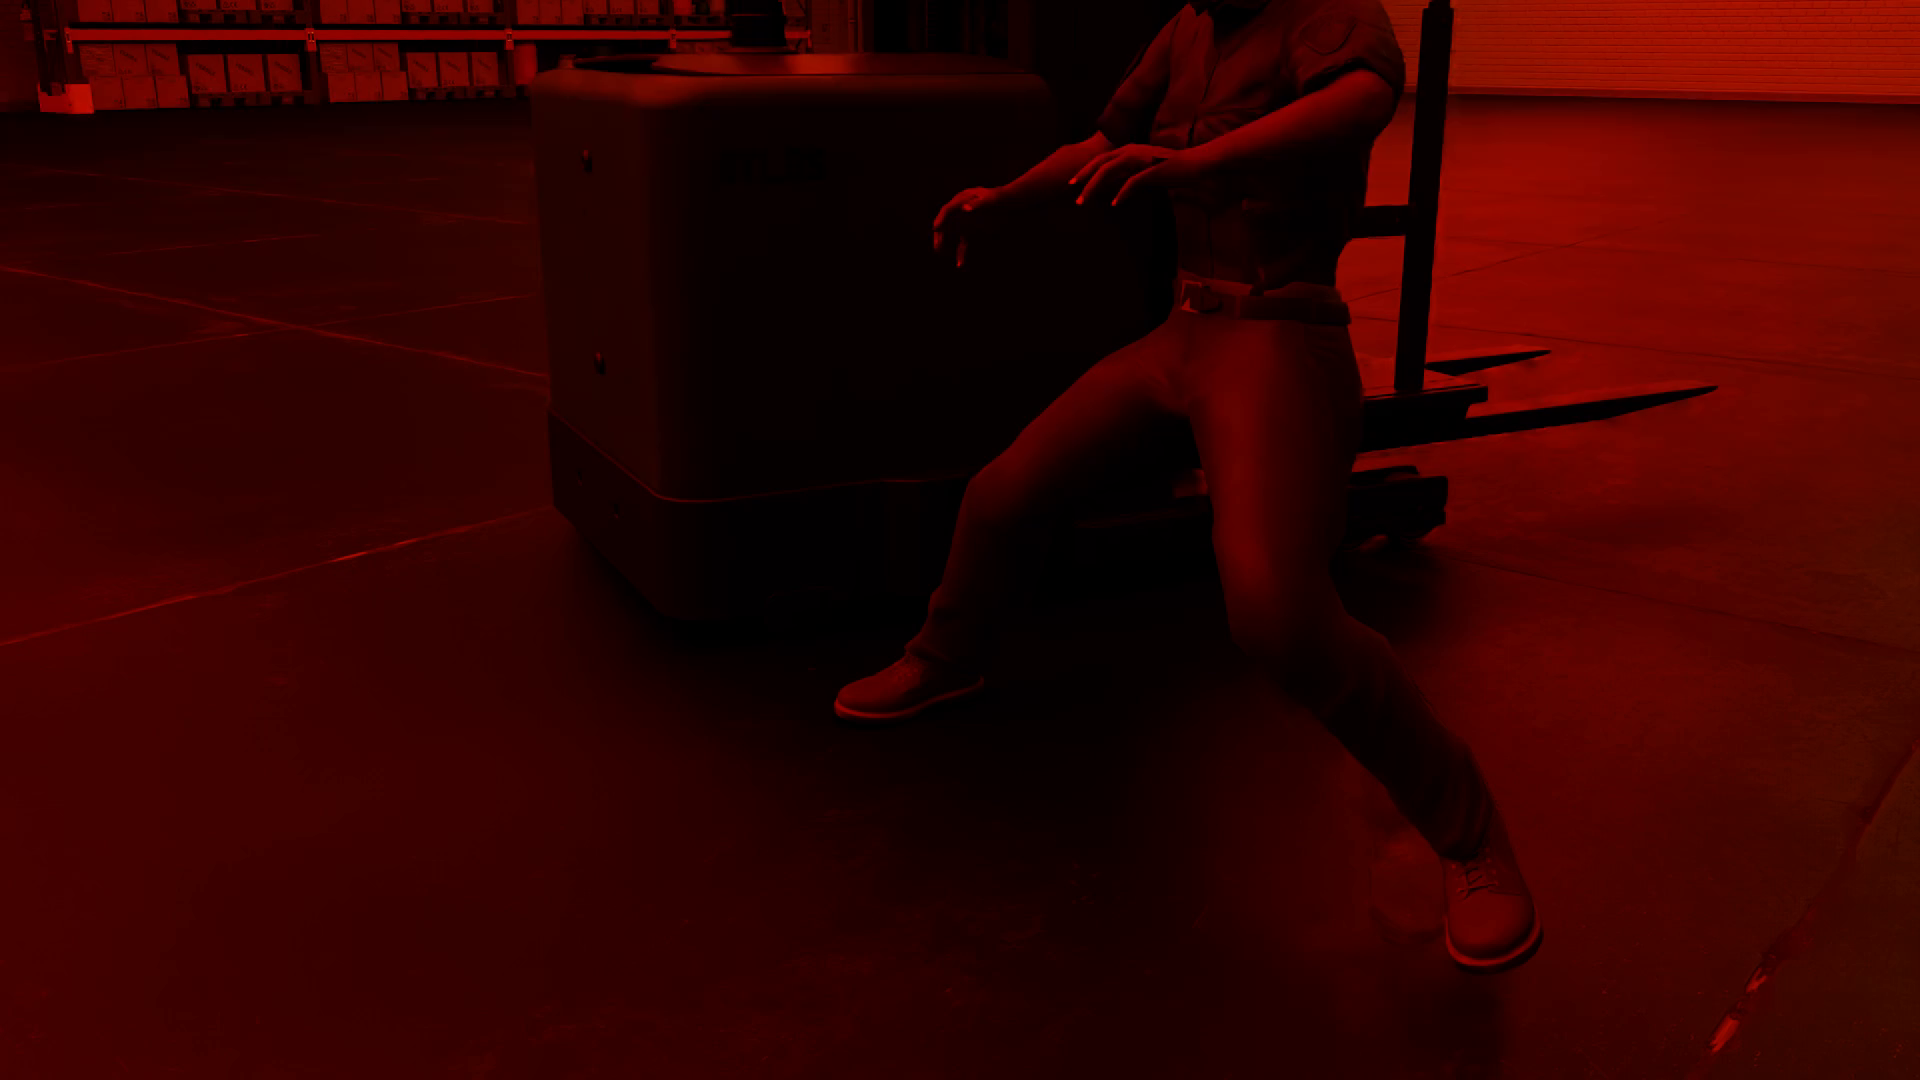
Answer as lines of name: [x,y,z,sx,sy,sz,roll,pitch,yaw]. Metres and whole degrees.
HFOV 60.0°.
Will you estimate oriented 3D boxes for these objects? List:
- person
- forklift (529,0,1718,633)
person: [0.281,-0.261,2.330,0.676,1.429,1.218,-6,18,-20]
forklift: [0.579,-1.499,3.836,3.031,2.935,1.130,-8,19,-25]
